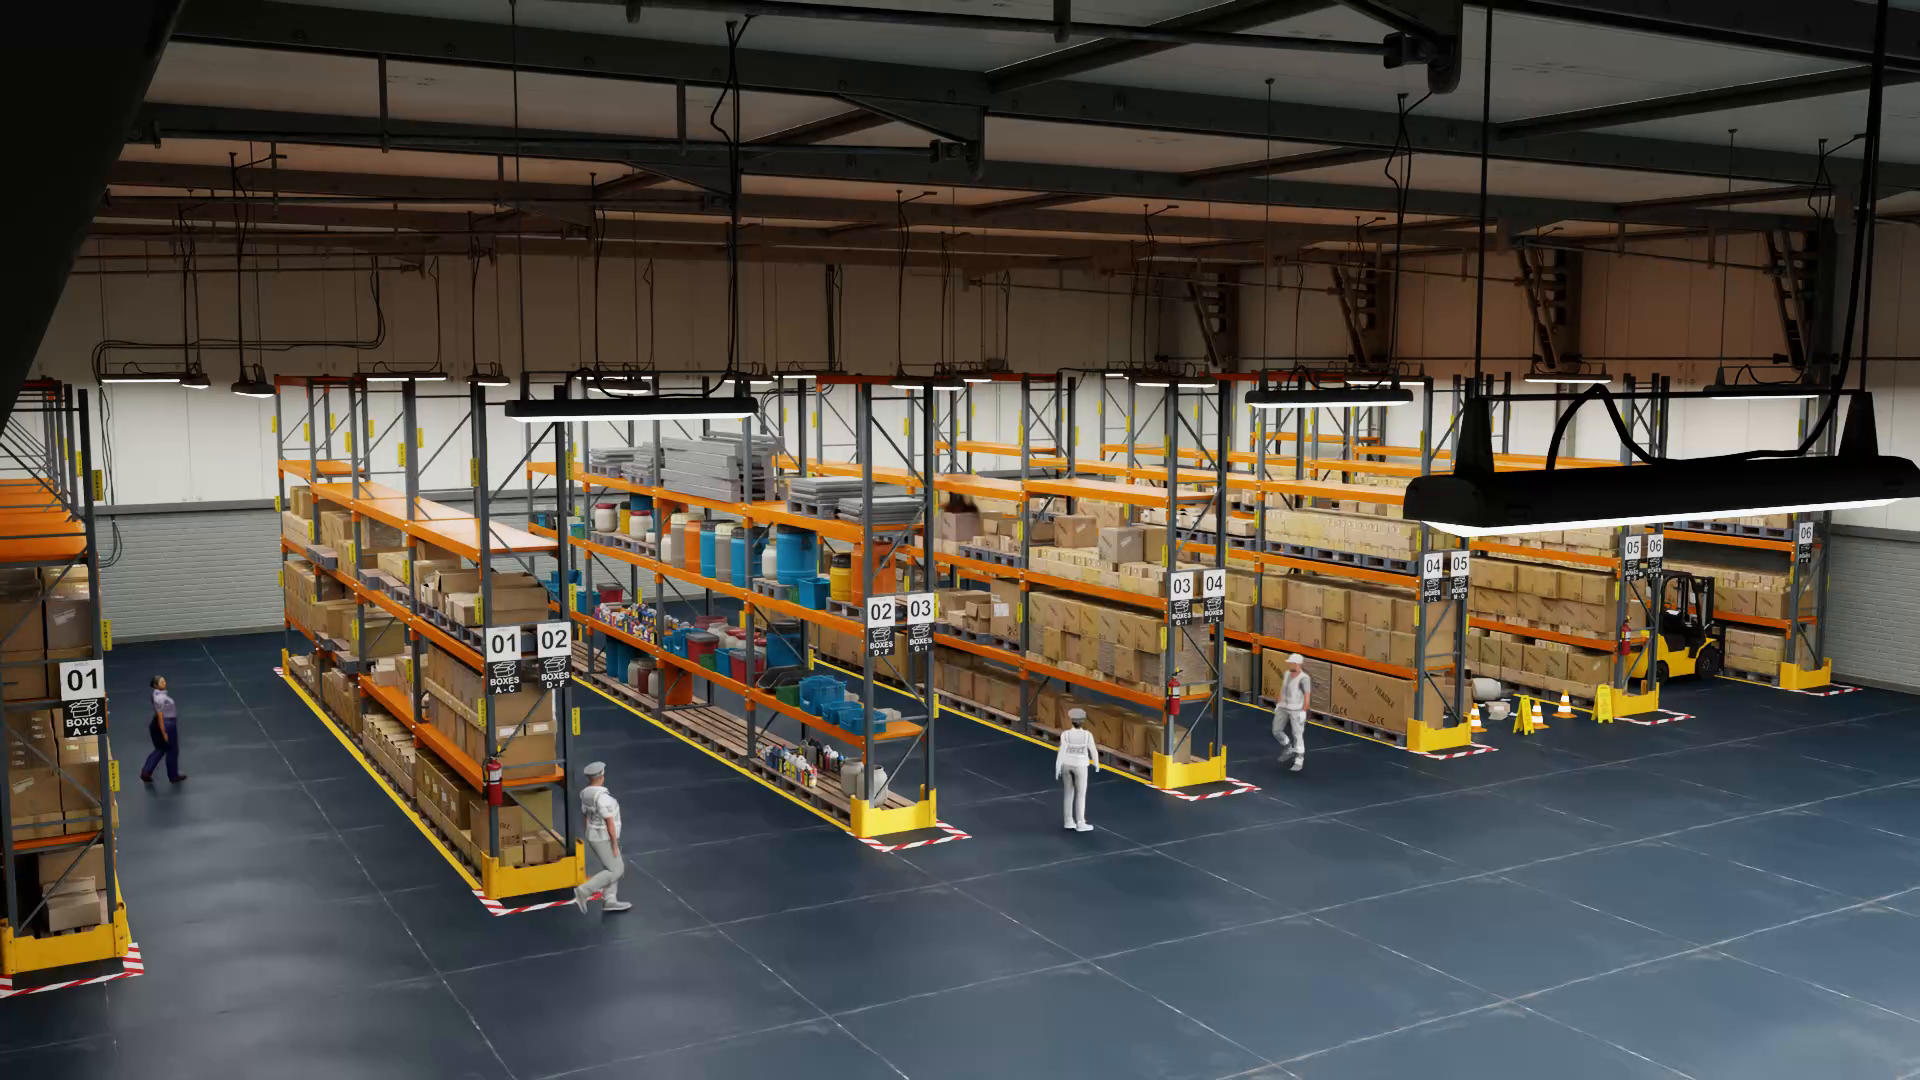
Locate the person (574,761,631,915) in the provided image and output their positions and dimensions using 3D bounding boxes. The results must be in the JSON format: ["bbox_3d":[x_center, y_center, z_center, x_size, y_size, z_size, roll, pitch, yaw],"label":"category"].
[{"bbox_3d":[-4.100,3.388,18.952,0.655,1.726,0.574,-2,7,-19],"label":"person"}]

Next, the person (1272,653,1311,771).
[{"bbox_3d":[5.118,2.627,25.673,0.518,1.788,0.622,-6,9,-44],"label":"person"}]

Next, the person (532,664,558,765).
[{"bbox_3d":[-6.398,2.654,25.521,0.570,1.786,0.433,5,8,40],"label":"person"}]

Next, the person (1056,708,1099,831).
[{"bbox_3d":[1.582,3.069,22.281,0.524,1.690,0.582,3,7,29],"label":"person"}]

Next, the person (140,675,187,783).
[{"bbox_3d":[-11.889,2.814,24.768,0.469,1.637,0.661,4,8,35],"label":"person"}]
